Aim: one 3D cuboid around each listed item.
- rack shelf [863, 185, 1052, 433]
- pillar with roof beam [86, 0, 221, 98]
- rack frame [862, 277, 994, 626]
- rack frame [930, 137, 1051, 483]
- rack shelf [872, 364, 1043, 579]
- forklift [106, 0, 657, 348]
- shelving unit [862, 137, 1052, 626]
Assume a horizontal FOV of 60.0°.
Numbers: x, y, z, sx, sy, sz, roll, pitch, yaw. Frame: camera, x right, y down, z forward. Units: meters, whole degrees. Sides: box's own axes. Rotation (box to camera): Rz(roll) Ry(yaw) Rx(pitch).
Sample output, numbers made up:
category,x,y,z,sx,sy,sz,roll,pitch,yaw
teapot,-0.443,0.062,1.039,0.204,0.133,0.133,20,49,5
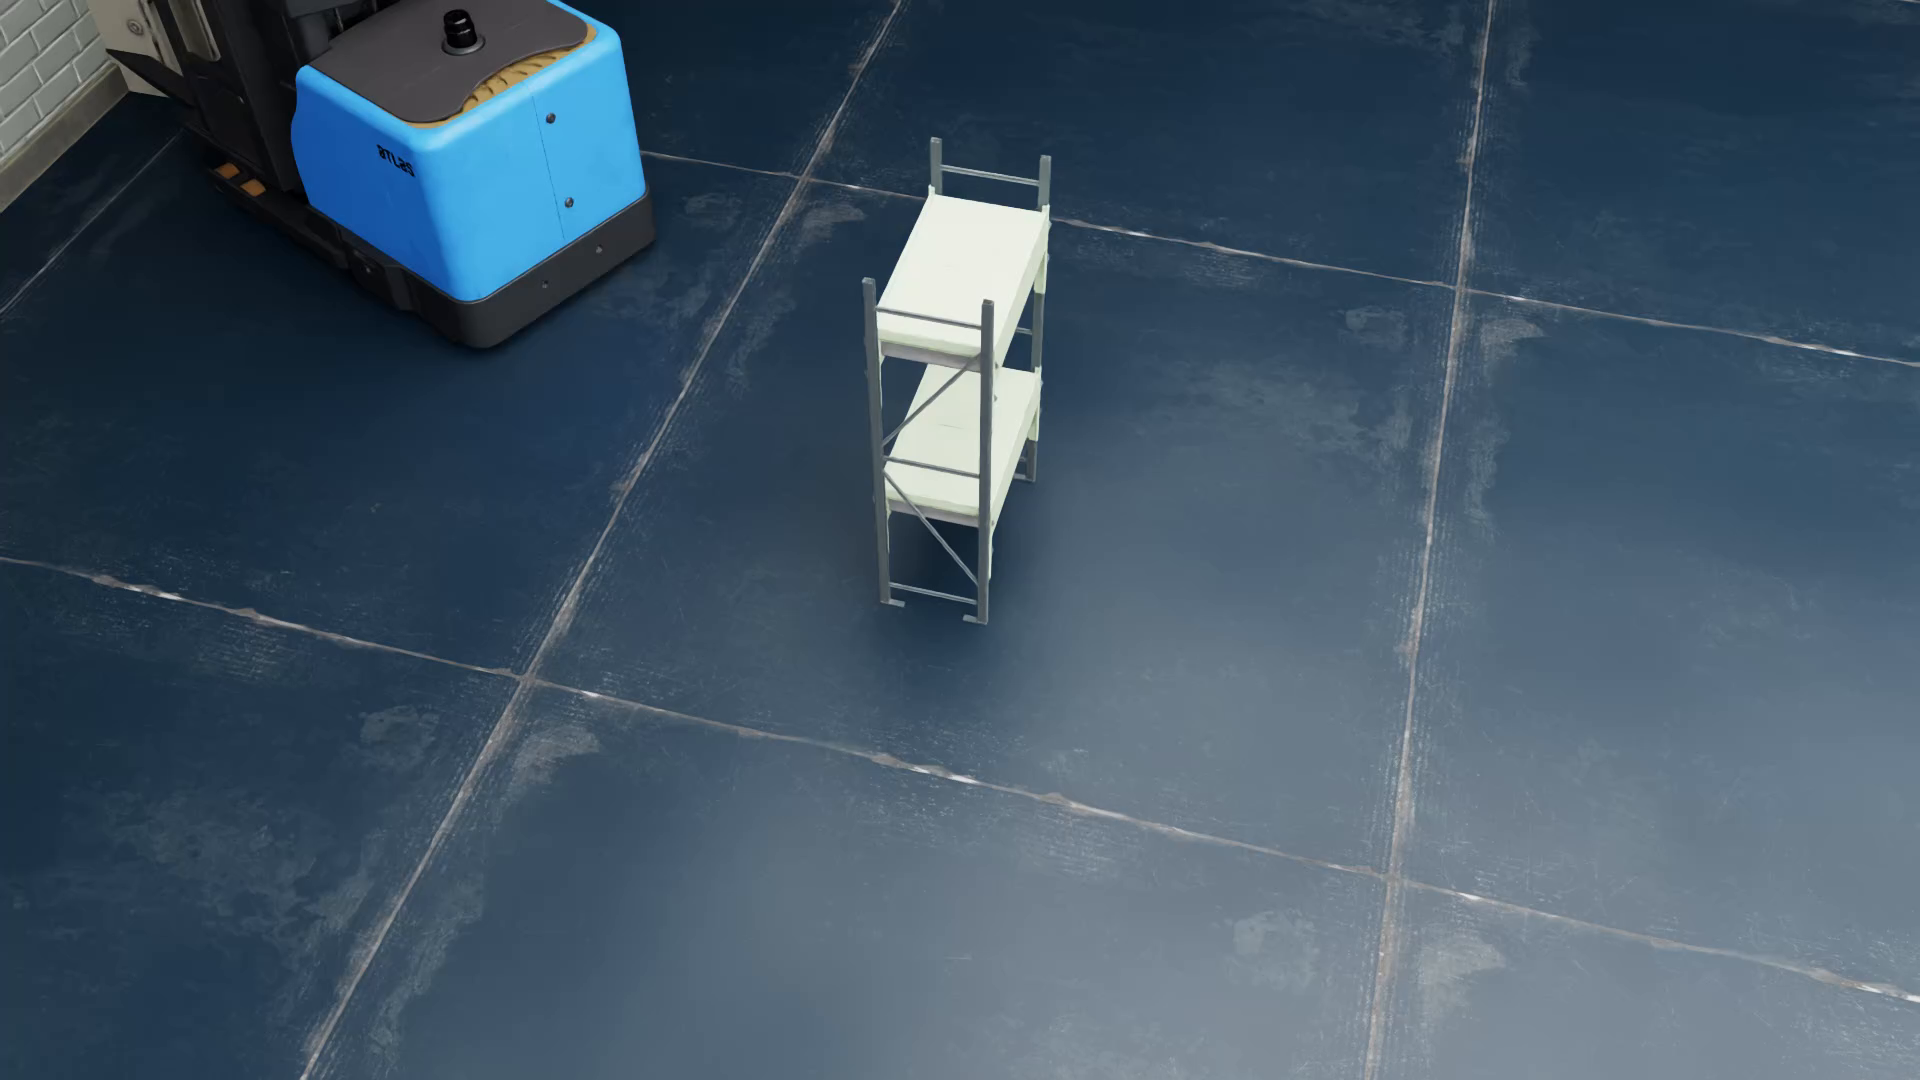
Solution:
category,x,y,z,sx,sy,sz,roll,pitch,yaw
rack shelf,0.002,-0.759,5.399,0.431,0.370,0.720,12,50,10
pillar with roof beam,0.221,-4.466,4.190,9.100,9.000,0.400,12,50,10
rack frame,-0.095,-0.236,5.458,0.400,1.500,0.023,12,50,10
rack frame,0.098,-0.766,5.926,0.400,1.500,0.023,12,50,10
rack shelf,0.002,-0.285,5.936,0.431,0.370,0.720,12,50,10
forklift,-2.796,-2.706,6.684,3.031,2.935,1.130,32,56,25
shelving unit,0.002,-0.501,5.692,0.431,1.500,0.755,12,50,10
